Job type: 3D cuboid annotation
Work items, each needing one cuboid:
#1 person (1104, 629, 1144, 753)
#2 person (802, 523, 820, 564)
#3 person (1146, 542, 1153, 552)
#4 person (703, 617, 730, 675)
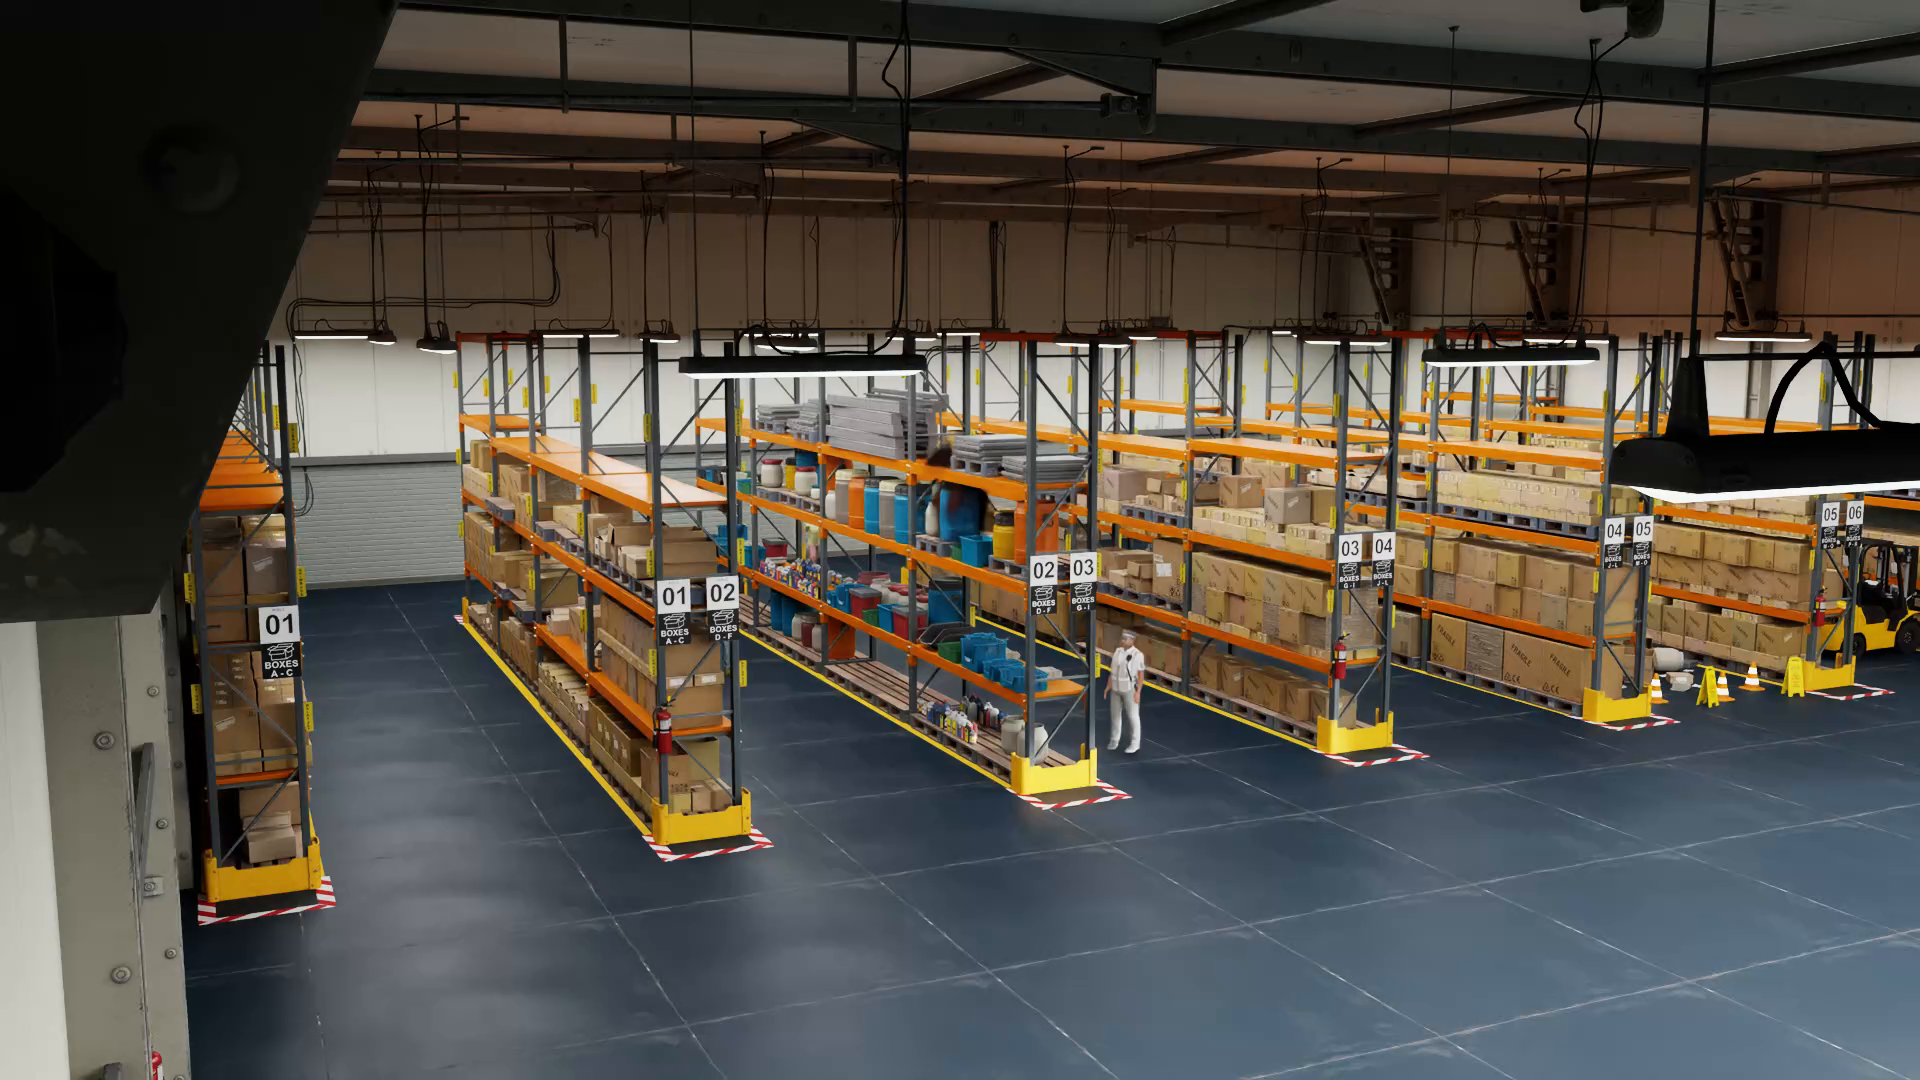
[{"bbox_3d":[2.388,2.174,24.228,0.594,1.783,0.439,5,9,33],"label":"person"},{"bbox_3d":[-3.502,0.143,40.064,0.523,1.668,0.929,-4,9,-25],"label":"person"},{"bbox_3d":[4.926,-0.149,41.887,1.016,1.620,0.640,0,8,1],"label":"person"},{"bbox_3d":[-4.274,1.511,29.450,0.582,1.726,0.999,-4,9,-27],"label":"person"}]
